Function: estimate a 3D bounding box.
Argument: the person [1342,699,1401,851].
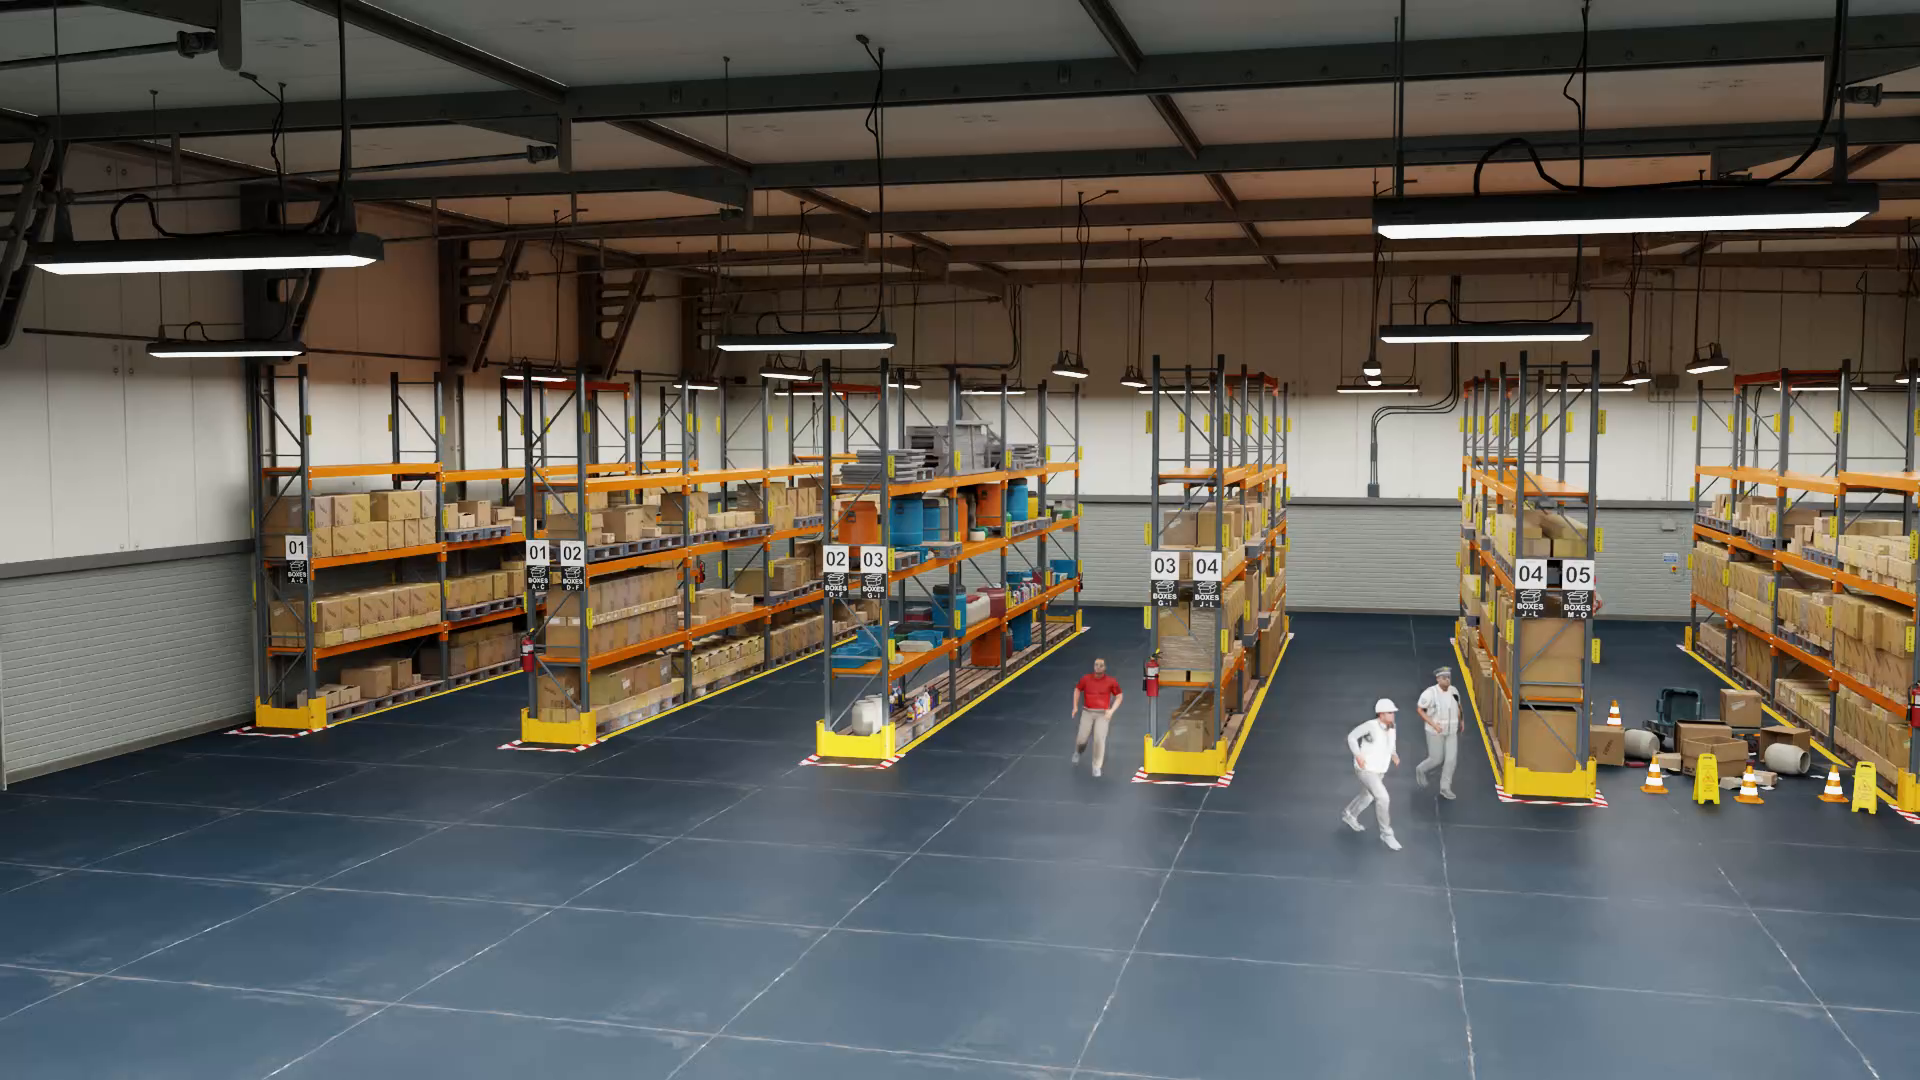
[{"bbox_3d":[4.934,2.754,19.959,0.692,1.759,0.993,-3,5,-35],"label":"person"}]

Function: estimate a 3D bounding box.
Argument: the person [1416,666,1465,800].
[{"bbox_3d":[6.516,2.577,22.547,0.693,1.770,0.730,-1,4,-15],"label":"person"}]

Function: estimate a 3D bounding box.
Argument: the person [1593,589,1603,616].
[{"bbox_3d":[13.567,1.643,36.062,0.651,1.747,0.692,0,4,-2],"label":"person"}]

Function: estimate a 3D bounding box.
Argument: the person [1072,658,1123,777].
[{"bbox_3d":[1.967,2.532,23.891,0.739,1.681,0.637,1,4,9],"label":"person"}]
